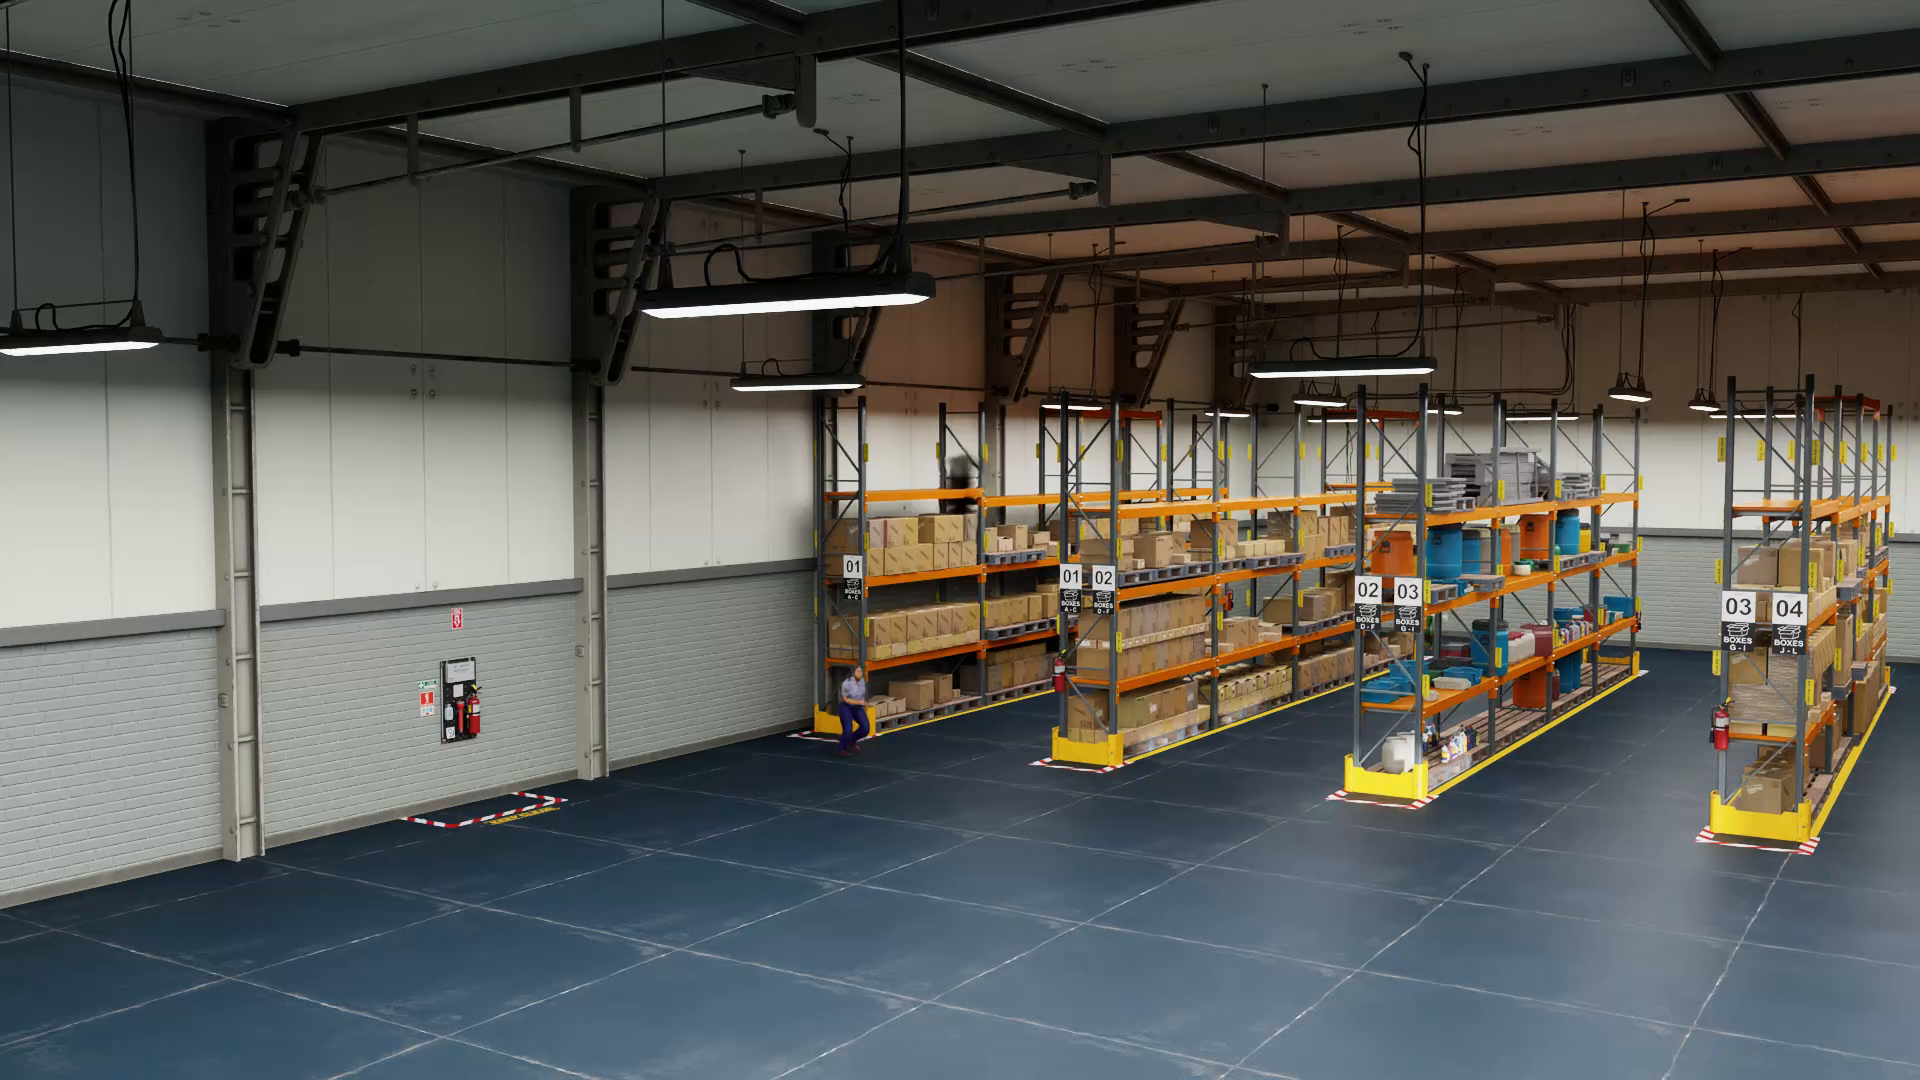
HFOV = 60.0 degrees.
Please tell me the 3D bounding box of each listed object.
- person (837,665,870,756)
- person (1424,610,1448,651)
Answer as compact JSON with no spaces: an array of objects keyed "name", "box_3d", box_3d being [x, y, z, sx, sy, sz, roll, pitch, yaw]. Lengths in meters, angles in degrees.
[{"name":"person","box_3d":[-1.739,2.806,27.341,0.595,1.544,0.754,-3,4,-40]},{"name":"person","box_3d":[11.894,1.939,41.815,0.702,1.741,0.632,1,3,14]}]
